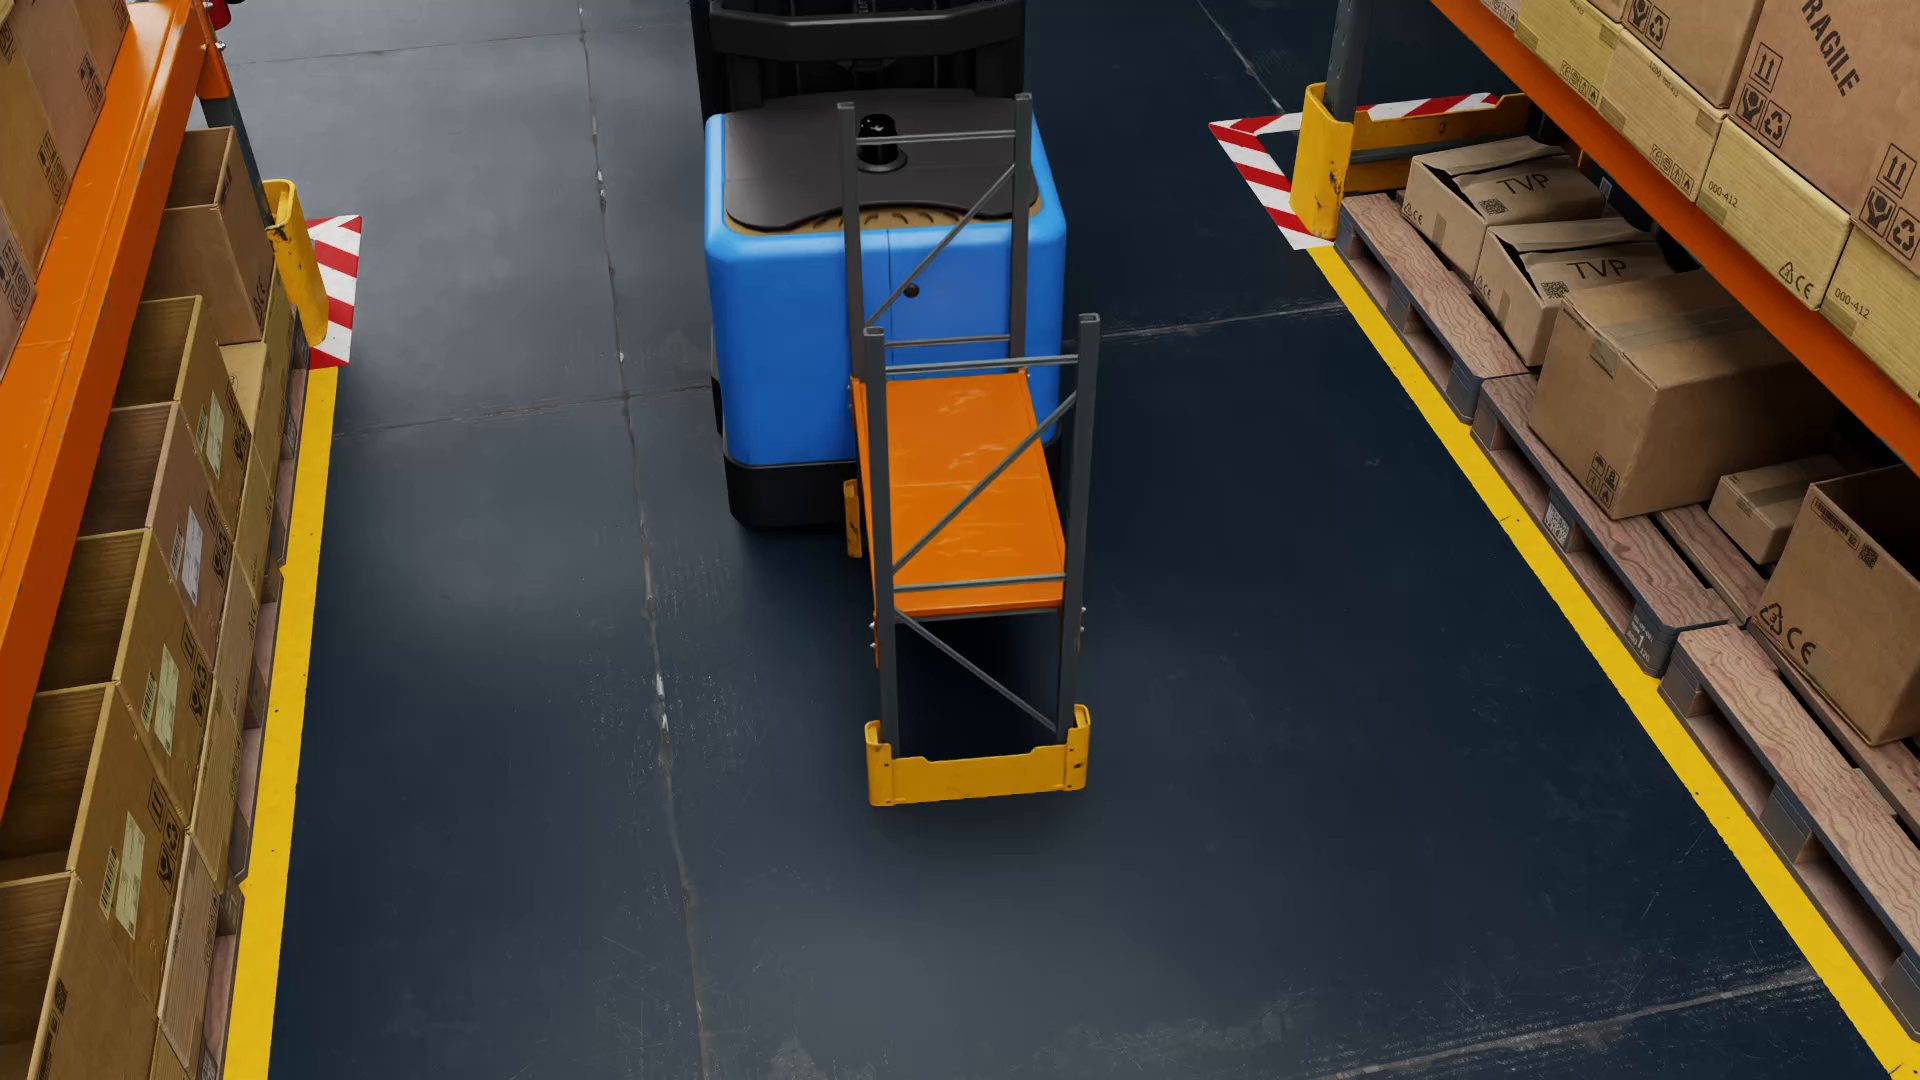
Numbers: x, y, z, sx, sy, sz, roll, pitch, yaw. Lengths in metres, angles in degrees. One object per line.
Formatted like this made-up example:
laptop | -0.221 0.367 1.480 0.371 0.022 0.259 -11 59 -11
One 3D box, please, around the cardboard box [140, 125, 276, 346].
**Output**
cardboard box | -2.505 -0.941 5.241 0.500 0.500 0.500 -8 42 -9

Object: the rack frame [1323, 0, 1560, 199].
rack frame | 1.925 -2.549 5.862 1.000 3.000 0.127 -8 42 -9

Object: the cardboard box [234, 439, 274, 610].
cardboard box | -2.277 -0.014 4.762 0.500 0.250 0.500 -8 42 -9

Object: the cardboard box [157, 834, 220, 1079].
cardboard box | -1.955 0.958 3.666 0.500 0.250 0.500 -8 42 -9

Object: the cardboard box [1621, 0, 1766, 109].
cardboard box | 2.060 -1.438 4.144 0.500 0.500 0.500 -7 42 -8

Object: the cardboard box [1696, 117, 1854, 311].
cardboard box | 2.167 -0.819 4.012 0.500 0.250 0.500 -9 42 -10

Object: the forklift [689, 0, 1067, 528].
forklift | -0.357 -2.110 5.419 1.130 2.935 3.031 -4 42 -5

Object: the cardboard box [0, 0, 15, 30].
cardboard box | -2.420 -1.228 3.810 0.380 0.149 0.250 -7 42 -8

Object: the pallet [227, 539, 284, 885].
pallet | -2.445 0.485 4.545 1.003 0.211 1.213 -8 42 -9

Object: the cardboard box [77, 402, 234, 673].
cardboard box | -2.168 0.029 4.148 0.500 0.500 0.500 -8 42 -9

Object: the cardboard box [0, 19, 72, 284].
cardboard box | -2.603 -0.908 3.938 0.700 0.500 0.500 -8 42 -9

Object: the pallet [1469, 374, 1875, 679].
pallet | 2.342 -0.136 5.245 1.003 0.211 1.213 -8 42 -9

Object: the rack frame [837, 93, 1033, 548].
rack frame | -0.063 -0.564 4.756 0.500 1.500 0.032 -4 42 -5

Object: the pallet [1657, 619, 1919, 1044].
pallet | 2.609 0.656 4.352 1.003 0.211 1.213 -8 42 -9

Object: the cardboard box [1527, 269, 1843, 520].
cardboard box | 2.219 -0.465 5.066 0.700 0.500 0.500 -11 43 -12

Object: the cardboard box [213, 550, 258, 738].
cardboard box | -2.171 0.310 4.396 0.500 0.250 0.500 -8 42 -9

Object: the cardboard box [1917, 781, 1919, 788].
cardboard box | 2.644 0.596 4.122 0.380 0.166 0.250 -14 43 -15

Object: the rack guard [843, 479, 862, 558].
rack guard | -0.061 -0.084 5.156 0.587 0.250 0.087 -4 42 -5

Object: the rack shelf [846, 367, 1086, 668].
rack shelf | -0.008 -0.094 4.497 0.538 0.185 1.000 -4 42 -5

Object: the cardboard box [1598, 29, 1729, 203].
cardboard box | 2.057 -1.145 4.379 0.500 0.250 0.500 -8 42 -9

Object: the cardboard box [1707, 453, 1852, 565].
cardboard box | 2.463 -0.094 4.913 0.380 0.149 0.250 -12 43 -13

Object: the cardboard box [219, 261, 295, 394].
cardboard box | -2.507 -0.661 5.490 0.500 0.250 0.500 -8 42 -9

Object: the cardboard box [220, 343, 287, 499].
cardboard box | -2.387 -0.338 5.126 0.500 0.250 0.500 -8 42 -9

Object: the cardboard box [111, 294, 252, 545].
cardboard box | -2.275 -0.295 4.513 0.500 0.500 0.500 -8 42 -9

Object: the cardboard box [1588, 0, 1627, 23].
cardboard box | 1.937 -1.771 4.519 0.500 0.500 0.500 -10 42 -11

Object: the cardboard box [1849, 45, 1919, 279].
cardboard box | 2.271 -0.773 3.395 0.500 0.500 0.500 -9 42 -10

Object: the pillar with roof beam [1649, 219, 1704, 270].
pillar with roof beam | -1.283 -3.846 2.804 9.100 9.000 0.400 -8 42 -9

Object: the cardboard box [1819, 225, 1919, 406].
cardboard box | 2.291 -0.496 3.647 0.500 0.250 0.500 -8 42 -9

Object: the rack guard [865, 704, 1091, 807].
rack guard | 0.046 0.574 4.416 0.587 0.250 0.087 -4 42 -5

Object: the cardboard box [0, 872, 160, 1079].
cardboard box | -1.842 1.001 3.053 0.500 0.500 0.500 -8 42 -9

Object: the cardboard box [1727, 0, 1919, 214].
cardboard box | 2.173 -1.101 3.764 0.500 0.500 0.500 -9 42 -11

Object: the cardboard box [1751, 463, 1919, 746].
cardboard box | 2.525 0.147 4.377 0.500 0.500 0.500 -11 43 -12

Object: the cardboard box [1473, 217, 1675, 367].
cardboard box | 2.110 -0.877 5.673 0.500 0.311 0.500 -5 42 -6

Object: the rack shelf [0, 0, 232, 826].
rack shelf | -2.479 -0.272 3.838 1.077 0.370 4.000 -8 42 -9

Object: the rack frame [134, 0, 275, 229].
rack frame | -2.911 -1.837 5.060 1.000 3.000 0.127 -8 42 -9

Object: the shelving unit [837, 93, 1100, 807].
shelving unit | -0.007 -0.223 4.371 0.587 1.500 1.083 -4 42 -5

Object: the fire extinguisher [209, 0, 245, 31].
fire extinguisher | -2.483 -1.951 5.247 0.296 0.674 0.183 -8 42 -9

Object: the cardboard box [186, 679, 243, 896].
cardboard box | -2.058 0.633 4.032 0.500 0.250 0.500 -8 42 -9

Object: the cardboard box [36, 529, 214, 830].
cardboard box | -2.058 0.353 3.783 0.500 0.500 0.500 -8 42 -9

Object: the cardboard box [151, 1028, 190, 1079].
cardboard box | -1.852 1.283 3.300 0.500 0.250 0.500 -8 42 -9

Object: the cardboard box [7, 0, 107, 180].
cardboard box | -2.705 -1.230 4.301 0.700 0.500 0.500 -7 42 -8

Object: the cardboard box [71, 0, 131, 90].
cardboard box | -2.823 -1.570 4.684 0.700 0.500 0.500 -8 42 -9

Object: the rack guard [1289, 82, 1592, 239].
rack guard | 1.941 -1.565 6.637 1.175 0.500 0.348 -8 42 -9

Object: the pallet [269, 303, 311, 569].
pallet | -2.705 -0.305 5.434 1.003 0.211 1.213 -8 42 -9

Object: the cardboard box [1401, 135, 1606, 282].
cardboard box | 1.987 -1.247 6.089 0.500 0.311 0.500 -13 43 -14

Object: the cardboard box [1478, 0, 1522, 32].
cardboard box | 1.846 -1.804 5.121 0.500 0.250 0.500 -10 42 -11

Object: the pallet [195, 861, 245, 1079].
pallet | -2.178 1.277 3.652 1.003 0.211 1.213 -8 42 -9

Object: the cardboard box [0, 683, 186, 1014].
cardboard box | -1.958 0.678 3.417 0.500 0.500 0.500 -8 42 -9

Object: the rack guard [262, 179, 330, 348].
rack guard | -2.916 -0.918 5.907 1.175 0.500 0.348 -8 42 -9

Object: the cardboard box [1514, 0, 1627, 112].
cardboard box | 1.951 -1.473 4.748 0.500 0.250 0.500 -9 42 -10

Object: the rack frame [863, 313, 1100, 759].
rack frame | 0.047 0.107 4.000 0.500 1.500 0.032 -4 42 -5

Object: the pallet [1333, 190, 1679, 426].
pallet | 2.082 -0.926 6.134 1.003 0.211 1.213 -8 42 -9

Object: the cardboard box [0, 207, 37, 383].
cardboard box | -2.486 -0.567 3.554 0.700 0.500 0.500 -7 42 -8

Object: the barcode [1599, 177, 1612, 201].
barcode | 2.381 -1.296 6.137 0.001 0.075 0.075 -8 42 -9
